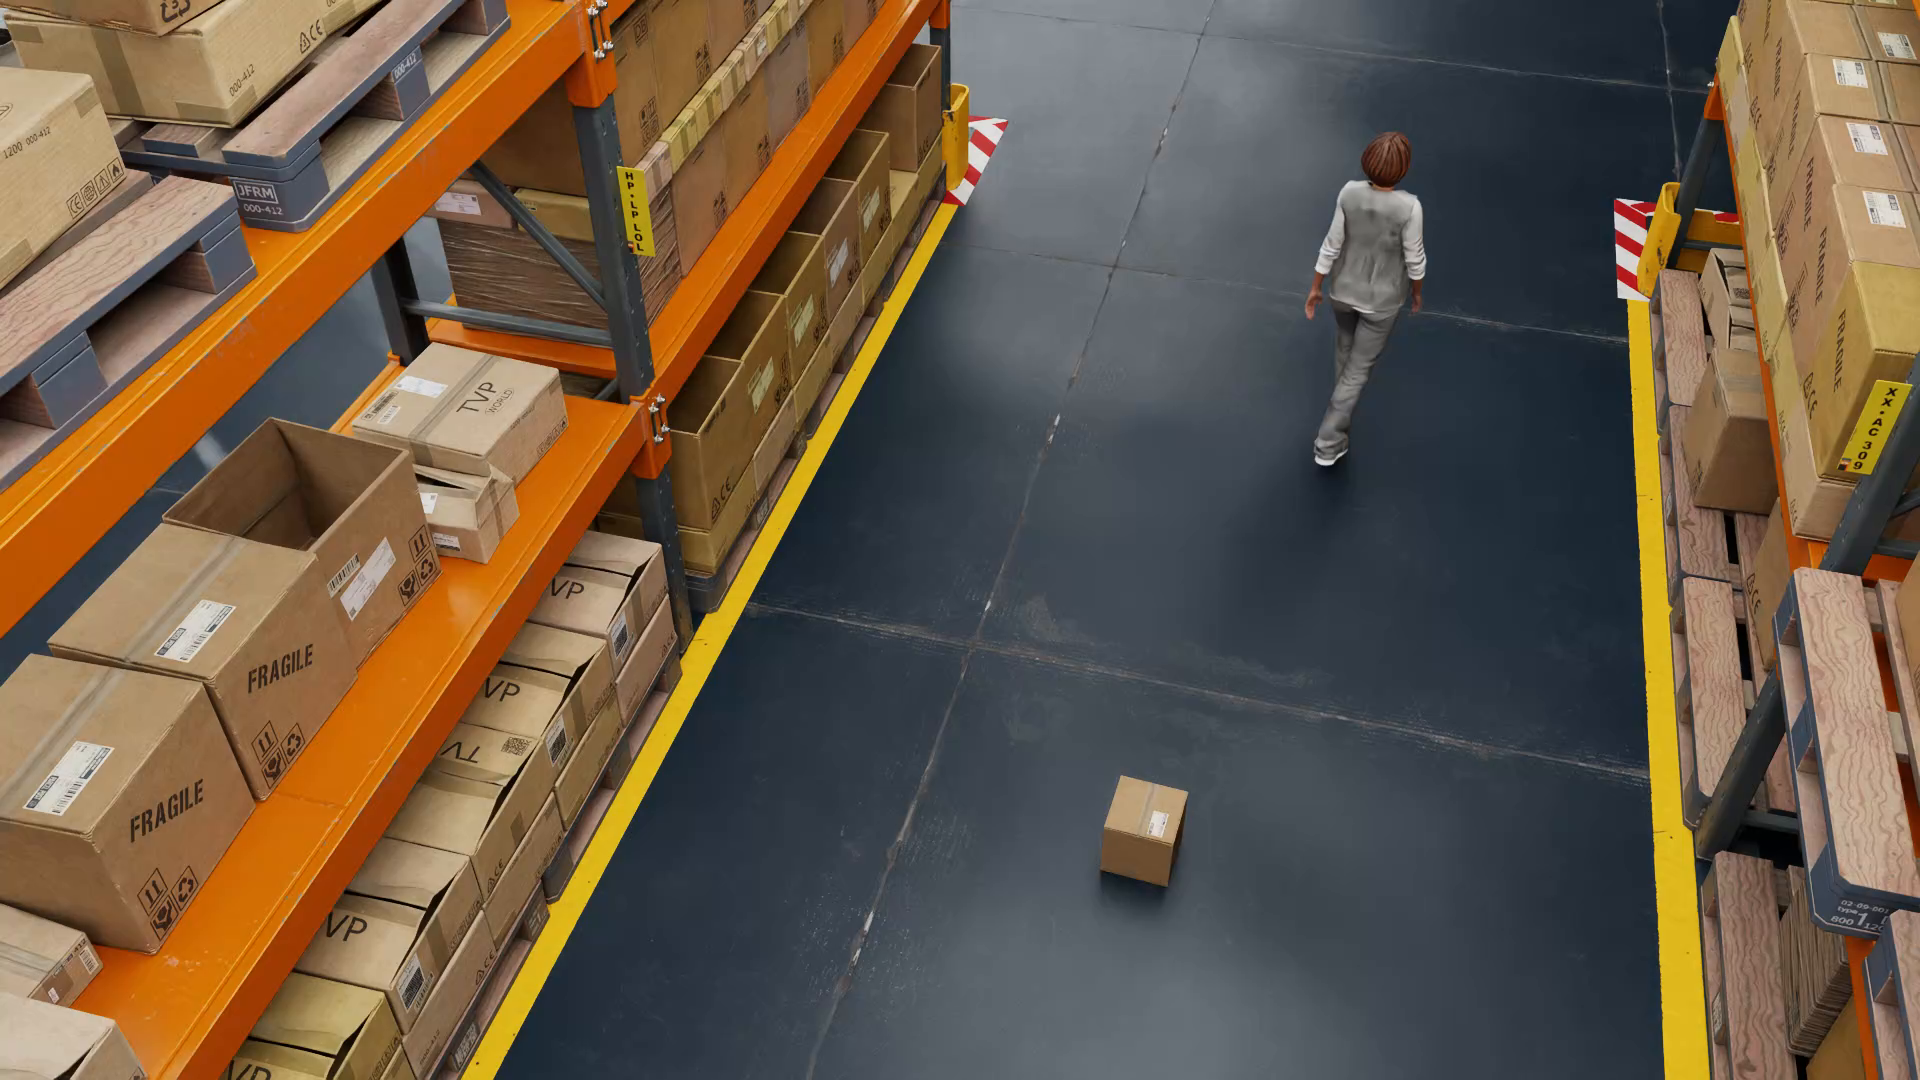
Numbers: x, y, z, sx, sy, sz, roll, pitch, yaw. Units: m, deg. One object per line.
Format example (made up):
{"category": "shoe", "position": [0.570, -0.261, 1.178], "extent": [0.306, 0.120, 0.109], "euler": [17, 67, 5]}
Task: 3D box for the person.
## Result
{"category": "person", "position": [1.833, -1.103, 7.416], "extent": [0.449, 1.597, 0.755], "euler": [25, 48, 26]}
